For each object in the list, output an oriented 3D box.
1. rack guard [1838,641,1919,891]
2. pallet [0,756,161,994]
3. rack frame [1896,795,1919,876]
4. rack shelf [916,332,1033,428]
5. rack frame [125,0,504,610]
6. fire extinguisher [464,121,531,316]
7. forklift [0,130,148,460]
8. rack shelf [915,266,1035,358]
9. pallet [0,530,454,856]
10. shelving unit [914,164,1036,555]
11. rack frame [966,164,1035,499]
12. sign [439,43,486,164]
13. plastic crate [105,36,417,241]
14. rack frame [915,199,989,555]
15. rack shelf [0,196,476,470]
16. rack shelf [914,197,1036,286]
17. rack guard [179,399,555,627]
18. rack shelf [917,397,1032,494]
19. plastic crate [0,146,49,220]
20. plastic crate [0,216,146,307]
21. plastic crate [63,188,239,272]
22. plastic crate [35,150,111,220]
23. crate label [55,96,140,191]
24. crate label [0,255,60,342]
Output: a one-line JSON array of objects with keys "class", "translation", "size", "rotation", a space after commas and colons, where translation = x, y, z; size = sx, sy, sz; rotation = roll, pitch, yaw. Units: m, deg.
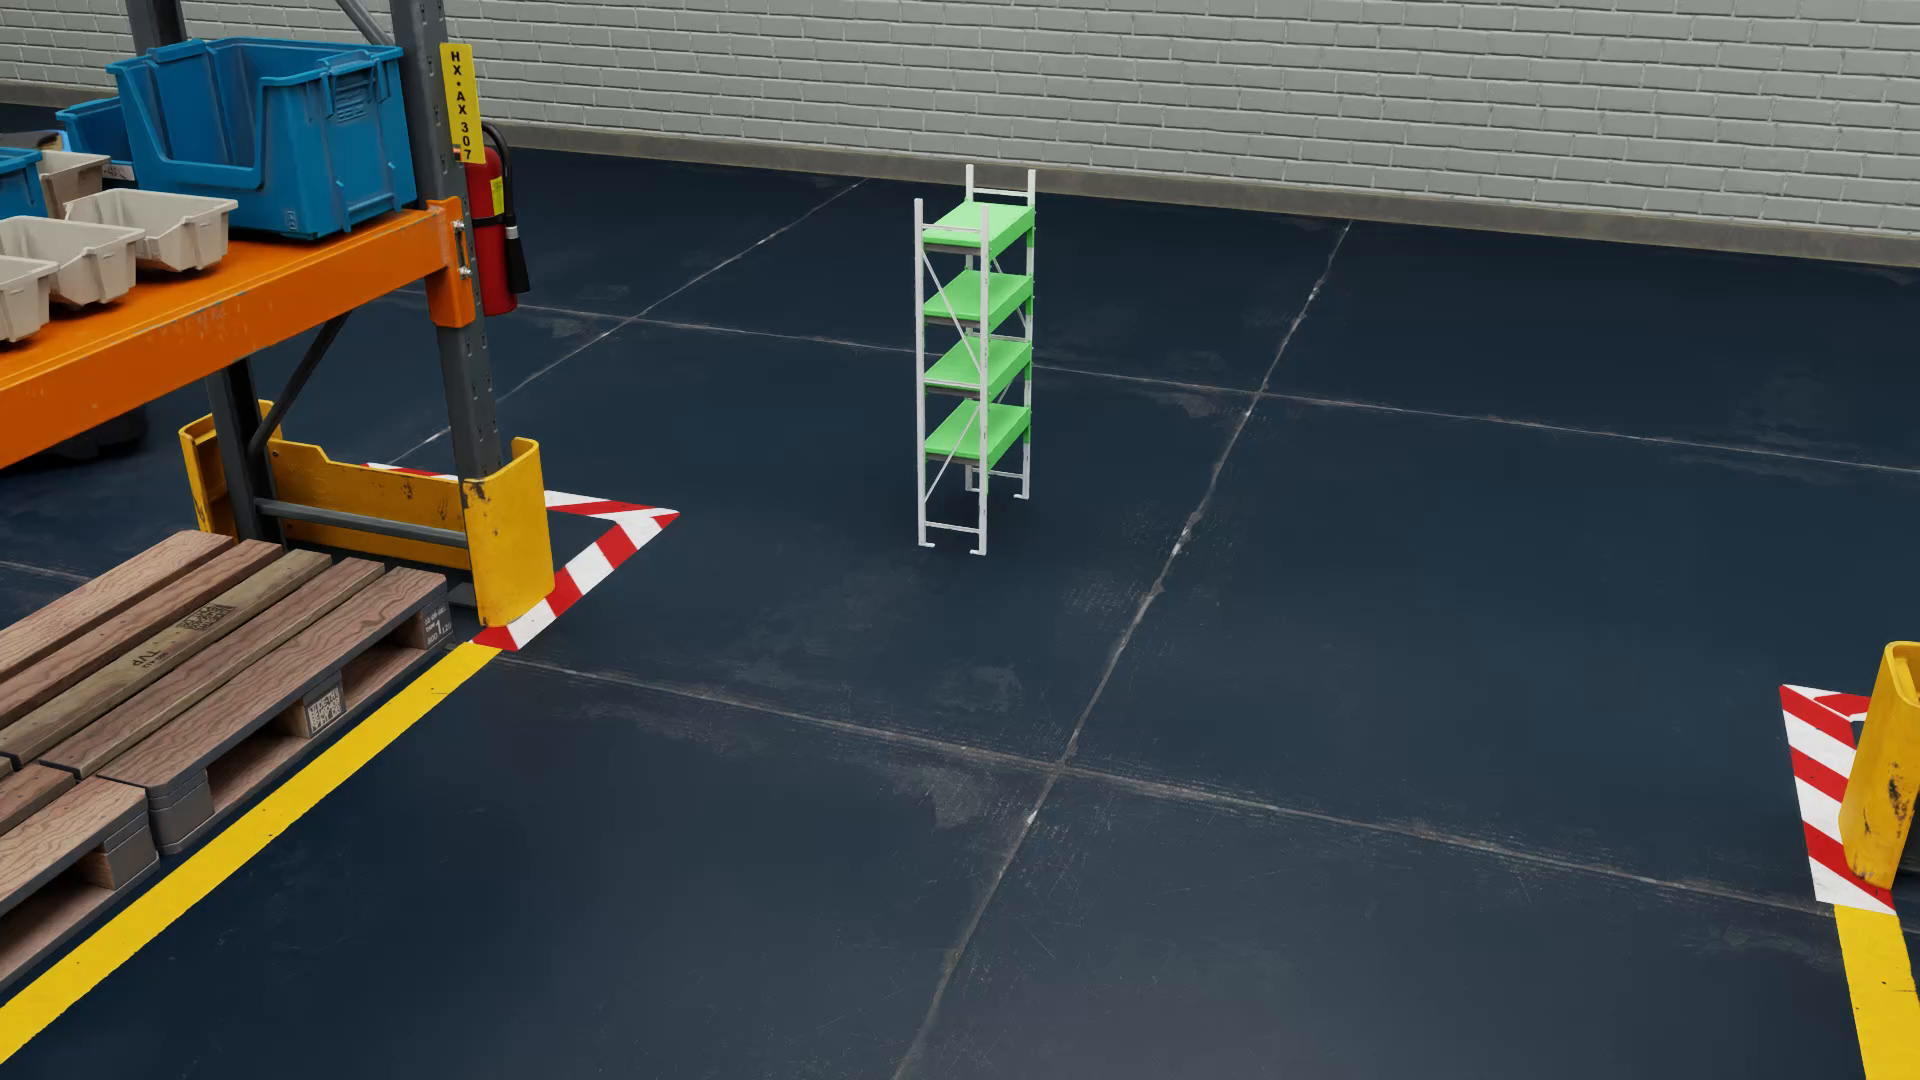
[{"class": "rack guard", "translation": [2.771, 0.621, 3.894], "size": [1.175, 0.500, 0.348], "rotation": [9, 27, 17]}, {"class": "pallet", "translation": [-2.626, 0.875, 3.700], "size": [1.003, 0.211, 1.213], "rotation": [9, 27, 17]}, {"class": "rack frame", "translation": [2.763, -0.495, 3.329], "size": [1.000, 3.000, 0.127], "rotation": [9, 27, 17]}, {"class": "rack shelf", "translation": [0.055, -0.551, 5.657], "size": [0.258, 0.148, 0.480], "rotation": [9, 27, 17]}, {"class": "rack frame", "translation": [-1.908, -1.213, 4.813], "size": [1.000, 3.000, 0.127], "rotation": [9, 27, 17]}, {"class": "fire extinguisher", "translation": [-1.429, -1.006, 4.903], "size": [0.296, 0.674, 0.183], "rotation": [9, 27, 17]}, {"class": "forklift", "translation": [-4.700, -1.546, 5.580], "size": [3.031, 2.935, 1.130], "rotation": [-13, 29, -24]}, {"class": "rack shelf", "translation": [0.055, -0.767, 5.552], "size": [0.258, 0.148, 0.480], "rotation": [9, 27, 17]}, {"class": "pallet", "translation": [-2.219, 0.376, 4.732], "size": [1.003, 0.211, 1.213], "rotation": [9, 27, 17]}, {"class": "shelving unit", "translation": [0.055, -0.608, 5.629], "size": [0.258, 1.200, 0.503], "rotation": [9, 27, 17]}, {"class": "rack frame", "translation": [0.136, -0.708, 5.836], "size": [0.240, 1.200, 0.015], "rotation": [9, 27, 17]}, {"class": "sign", "translation": [-1.384, -1.213, 4.626], "size": [0.100, 0.325, 0.005], "rotation": [9, 27, 17]}, {"class": "plastic crate", "translation": [-1.843, -1.091, 4.452], "size": [0.616, 0.435, 0.499], "rotation": [9, 27, 17]}, {"class": "rack frame", "translation": [-0.026, -0.508, 5.422], "size": [0.240, 1.200, 0.015], "rotation": [9, 27, 17]}, {"class": "rack shelf", "translation": [-2.573, -0.067, 3.272], "size": [1.077, 0.370, 4.000], "rotation": [9, 27, 17]}, {"class": "rack shelf", "translation": [0.055, -0.983, 5.448], "size": [0.258, 0.148, 0.480], "rotation": [9, 27, 17]}, {"class": "rack guard", "translation": [-1.912, -0.099, 5.382], "size": [1.175, 0.500, 0.348], "rotation": [9, 27, 17]}, {"class": "rack shelf", "translation": [0.055, -0.335, 5.761], "size": [0.258, 0.148, 0.480], "rotation": [9, 27, 17]}, {"class": "plastic crate", "translation": [-2.519, -0.840, 4.166], "size": [0.416, 0.233, 0.300], "rotation": [9, 27, 17]}, {"class": "plastic crate", "translation": [-2.118, -0.643, 3.869], "size": [0.396, 0.136, 0.243], "rotation": [9, 27, 17]}, {"class": "plastic crate", "translation": [-2.008, -0.760, 4.111], "size": [0.396, 0.136, 0.243], "rotation": [9, 27, 17]}, {"class": "plastic crate", "translation": [-2.485, -0.948, 4.499], "size": [0.250, 0.136, 0.298], "rotation": [9, 27, 17]}, {"class": "crate label", "translation": [-2.300, -1.111, 4.725], "size": [0.416, 0.233, 0.303], "rotation": [9, 27, 17]}, {"class": "crate label", "translation": [-2.188, -0.525, 3.625], "size": [0.396, 0.136, 0.243], "rotation": [9, 27, 17]}]
